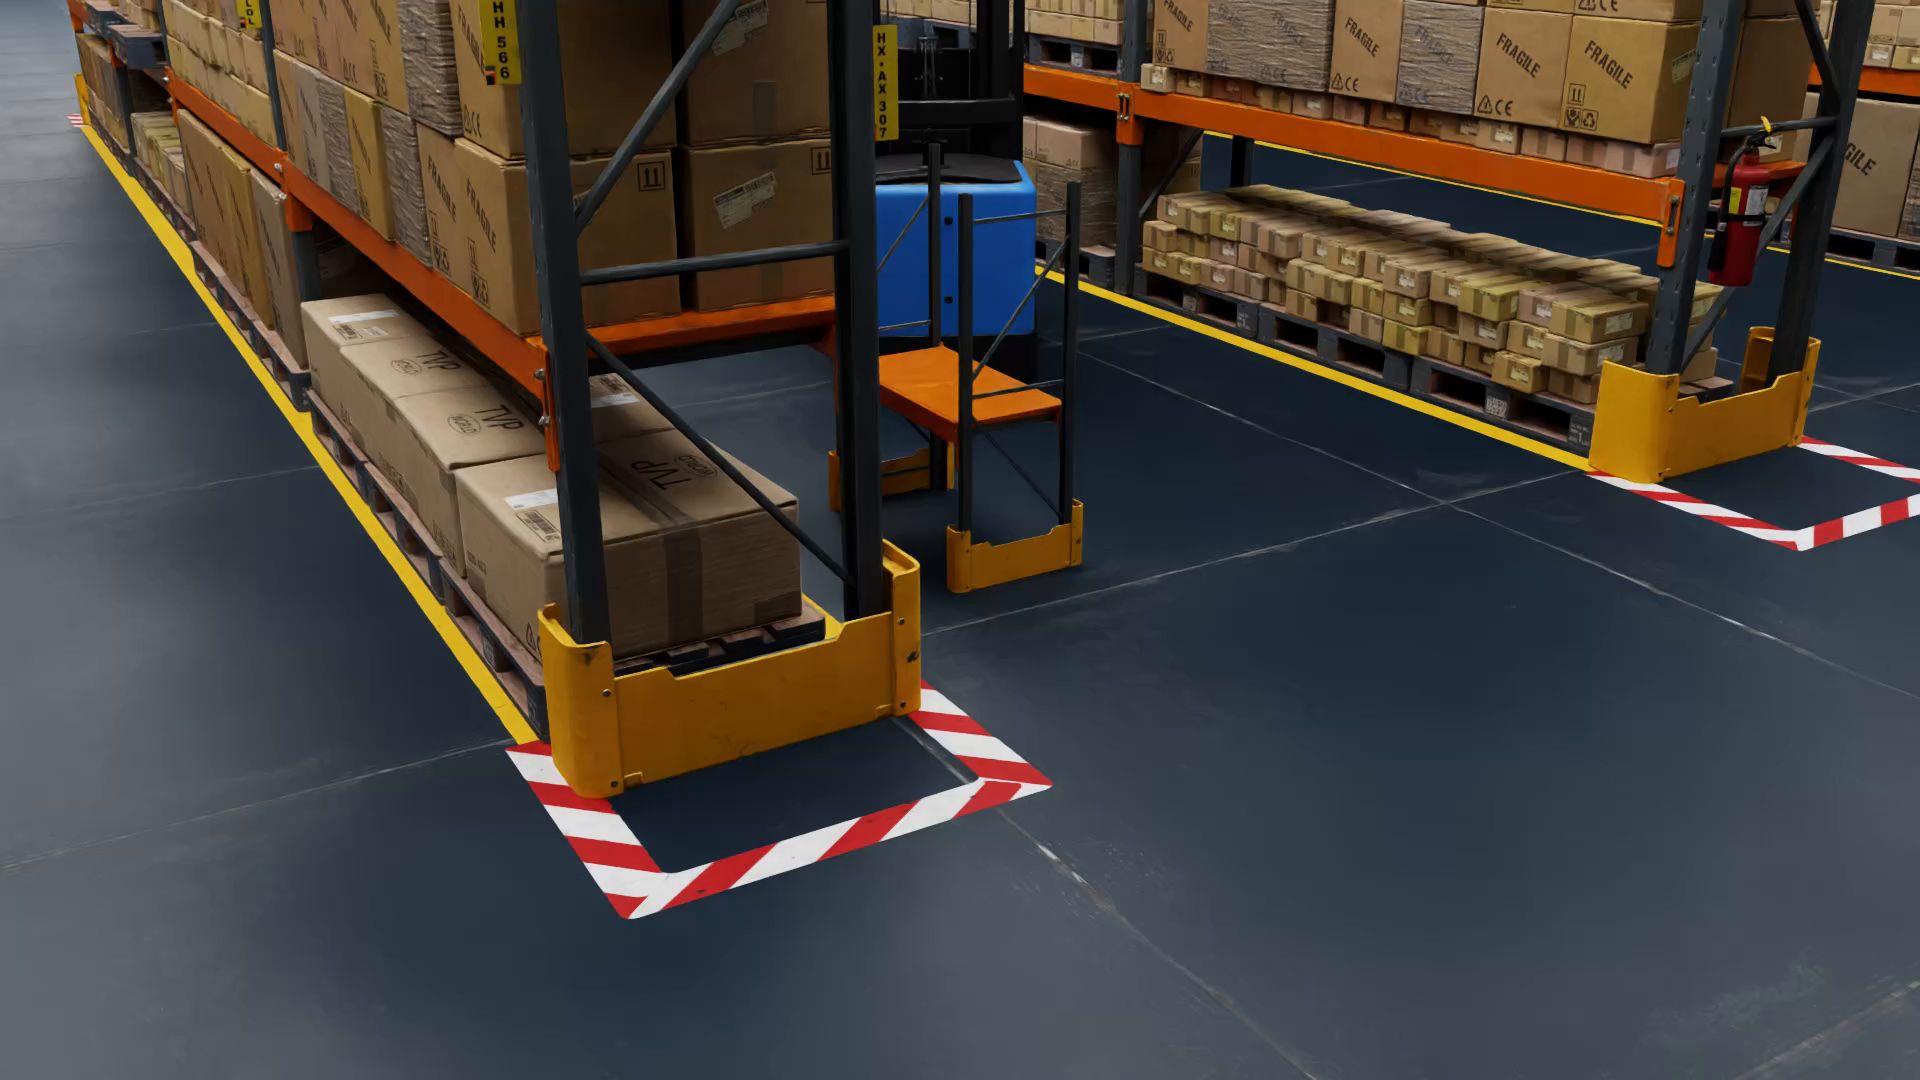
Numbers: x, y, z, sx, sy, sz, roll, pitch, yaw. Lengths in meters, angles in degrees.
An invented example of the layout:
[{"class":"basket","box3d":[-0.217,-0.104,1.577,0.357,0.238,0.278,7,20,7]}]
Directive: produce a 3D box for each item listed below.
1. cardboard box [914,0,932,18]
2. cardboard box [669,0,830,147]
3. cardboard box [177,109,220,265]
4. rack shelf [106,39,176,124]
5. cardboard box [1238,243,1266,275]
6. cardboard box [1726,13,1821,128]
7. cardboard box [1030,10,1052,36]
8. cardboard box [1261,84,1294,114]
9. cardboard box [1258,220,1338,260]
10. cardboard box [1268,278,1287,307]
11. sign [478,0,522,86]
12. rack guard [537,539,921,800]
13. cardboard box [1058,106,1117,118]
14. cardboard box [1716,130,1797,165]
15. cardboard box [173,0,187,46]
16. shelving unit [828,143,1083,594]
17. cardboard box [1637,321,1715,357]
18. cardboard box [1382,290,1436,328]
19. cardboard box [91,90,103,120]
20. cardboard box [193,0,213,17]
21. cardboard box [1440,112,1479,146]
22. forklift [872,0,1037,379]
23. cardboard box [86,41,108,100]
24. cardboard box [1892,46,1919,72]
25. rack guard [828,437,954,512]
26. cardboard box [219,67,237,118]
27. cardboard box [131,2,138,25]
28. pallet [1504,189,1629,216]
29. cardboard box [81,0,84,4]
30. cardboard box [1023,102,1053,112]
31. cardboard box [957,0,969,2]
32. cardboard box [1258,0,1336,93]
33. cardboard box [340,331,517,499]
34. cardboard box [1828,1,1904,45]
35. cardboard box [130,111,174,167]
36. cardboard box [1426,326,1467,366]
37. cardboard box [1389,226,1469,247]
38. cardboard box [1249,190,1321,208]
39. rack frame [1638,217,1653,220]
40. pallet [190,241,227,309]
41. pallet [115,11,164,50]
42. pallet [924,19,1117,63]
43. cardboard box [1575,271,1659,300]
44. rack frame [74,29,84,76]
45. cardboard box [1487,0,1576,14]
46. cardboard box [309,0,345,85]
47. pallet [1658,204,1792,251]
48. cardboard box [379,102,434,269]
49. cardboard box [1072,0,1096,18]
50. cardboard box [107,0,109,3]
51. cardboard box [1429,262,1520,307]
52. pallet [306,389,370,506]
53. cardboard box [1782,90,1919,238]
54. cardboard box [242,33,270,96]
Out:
[{"class":"cardboard box","box3d":[-0.119,-3.996,12.434,0.380,0.149,0.250,-11,25,-26]},{"class":"cardboard box","box3d":[-0.706,-1.508,5.076,0.500,0.500,0.500,-13,26,-29]},{"class":"cardboard box","box3d":[-4.511,-2.348,10.869,0.875,0.875,0.875,-13,25,-29]},{"class":"rack shelf","box3d":[-5.814,-3.692,12.866,1.077,0.370,4.000,-13,25,-28]},{"class":"cardboard box","box3d":[1.862,-1.676,9.784,0.380,0.149,0.250,-14,26,-31]},{"class":"cardboard box","box3d":[3.506,-2.155,7.603,0.500,0.500,0.500,-11,25,-26]},{"class":"cardboard box","box3d":[0.695,-3.482,11.172,0.380,0.149,0.250,-14,26,-31]},{"class":"cardboard box","box3d":[1.902,-2.468,9.233,0.380,0.149,0.250,-12,25,-27]},{"class":"cardboard box","box3d":[1.926,-1.715,9.484,0.380,0.149,0.250,-12,25,-27]},{"class":"cardboard box","box3d":[2.012,-1.452,9.629,0.380,0.149,0.250,-14,26,-30]},{"class":"sign","box3d":[-1.180,-1.334,4.258,0.100,0.325,0.005,-13,25,-28]},{"class":"rack guard","box3d":[-0.694,0.378,5.218,1.175,0.500,0.348,-13,25,-28]},{"class":"cardboard box","box3d":[1.030,-2.913,11.762,0.500,0.250,0.500,-12,25,-27]},{"class":"cardboard box","box3d":[3.614,-1.824,7.650,0.380,0.149,0.250,-13,25,-29]},{"class":"cardboard box","box3d":[-4.483,-3.161,10.139,0.500,0.250,0.500,-12,25,-27]},{"class":"shelving unit","box3d":[-0.039,-0.719,6.590,0.587,1.500,1.083,-13,25,-28]},{"class":"cardboard box","box3d":[3.451,-1.003,8.130,0.380,0.149,0.250,-11,25,-26]},{"class":"cardboard box","box3d":[2.440,-1.233,8.696,0.380,0.149,0.250,-12,25,-27]},{"class":"cardboard box","box3d":[-8.450,-4.407,16.764,0.500,0.250,0.500,-12,25,-26]},{"class":"cardboard box","box3d":[-3.983,-3.187,9.209,0.500,0.500,0.500,-12,25,-27]},{"class":"cardboard box","box3d":[2.593,-2.043,8.187,0.380,0.149,0.250,-14,26,-31]},{"class":"forklift","box3d":[-0.201,-2.691,9.539,1.130,2.935,3.031,-1,22,-3]},{"class":"cardboard box","box3d":[-8.172,-4.581,16.197,0.500,0.500,0.500,-12,25,-27]},{"class":"cardboard box","box3d":[6.433,-3.208,11.055,0.380,0.149,0.250,-13,26,-30]},{"class":"rack guard","box3d":[-0.293,-0.302,7.222,0.587,0.250,0.087,-13,25,-28]},{"class":"cardboard box","box3d":[-3.696,-2.442,9.035,0.500,0.250,0.500,-13,26,-30]},{"class":"cardboard box","box3d":[-5.650,-3.745,11.819,0.380,0.149,0.250,-14,26,-31]},{"class":"pallet","box3d":[5.311,-2.932,13.745,1.003,0.211,1.213,-13,25,-28]},{"class":"cardboard box","box3d":[-8.425,-5.352,16.330,0.380,0.149,0.250,-12,25,-27]},{"class":"cardboard box","box3d":[0.324,-2.981,11.929,0.500,0.250,0.500,-14,26,-31]},{"class":"cardboard box","box3d":[0.145,-3.967,11.968,0.380,0.149,0.250,-13,25,-29]},{"class":"cardboard box","box3d":[1.976,-2.714,8.977,0.500,0.500,0.500,-13,26,-29]},{"class":"cardboard box","box3d":[-2.063,-0.577,7.092,0.875,0.438,0.875,-13,26,-30]},{"class":"cardboard box","box3d":[6.304,-3.526,11.307,0.500,0.250,0.500,-12,25,-27]},{"class":"cardboard box","box3d":[-6.566,-3.480,14.322,0.950,0.372,0.625,-12,25,-28]},{"class":"cardboard box","box3d":[2.633,-1.020,8.566,0.380,0.149,0.250,-12,25,-28]},{"class":"cardboard box","box3d":[2.622,-1.642,9.307,0.380,0.149,0.250,-13,25,-28]},{"class":"cardboard box","box3d":[2.025,-2.077,10.376,0.380,0.149,0.250,-12,25,-28]},{"class":"rack frame","box3d":[5.770,-3.989,12.642,1.000,3.000,0.127,-13,25,-28]},{"class":"pallet","box3d":[-4.455,-1.816,10.999,1.003,0.211,1.213,-13,25,-28]},{"class":"pallet","box3d":[-5.839,-3.922,12.731,1.003,0.211,1.213,-13,25,-28]},{"class":"pallet","box3d":[0.458,-3.641,12.039,1.003,0.211,1.213,-13,25,-28]},{"class":"cardboard box","box3d":[3.278,-1.223,8.276,0.380,0.149,0.250,-12,25,-27]},{"class":"rack frame","box3d":[-8.879,-5.967,17.509,1.000,3.000,0.127,-13,25,-28]},{"class":"cardboard box","box3d":[2.791,-2.684,7.576,0.500,0.500,0.500,-14,26,-30]},{"class":"cardboard box","box3d":[-2.210,-2.059,6.432,0.500,0.500,0.500,-12,25,-27]},{"class":"pallet","box3d":[6.091,-2.436,12.524,1.003,0.211,1.213,-13,25,-28]},{"class":"cardboard box","box3d":[-1.695,-1.269,5.818,0.500,0.500,0.500,-12,25,-27]},{"class":"cardboard box","box3d":[0.946,-3.459,10.720,0.380,0.149,0.250,-12,25,-28]},{"class":"cardboard box","box3d":[-6.825,-4.511,13.702,0.380,0.149,0.250,-12,25,-27]},{"class":"cardboard box","box3d":[2.611,-1.293,8.446,0.380,0.149,0.250,-14,26,-30]},{"class":"pallet","box3d":[-2.428,-0.530,7.834,1.003,0.211,1.213,-13,25,-28]},{"class":"cardboard box","box3d":[6.498,-2.679,11.682,0.875,0.875,0.875,-13,25,-28]},{"class":"cardboard box","box3d":[-3.183,-2.341,8.122,0.500,0.250,0.500,-13,25,-28]}]
